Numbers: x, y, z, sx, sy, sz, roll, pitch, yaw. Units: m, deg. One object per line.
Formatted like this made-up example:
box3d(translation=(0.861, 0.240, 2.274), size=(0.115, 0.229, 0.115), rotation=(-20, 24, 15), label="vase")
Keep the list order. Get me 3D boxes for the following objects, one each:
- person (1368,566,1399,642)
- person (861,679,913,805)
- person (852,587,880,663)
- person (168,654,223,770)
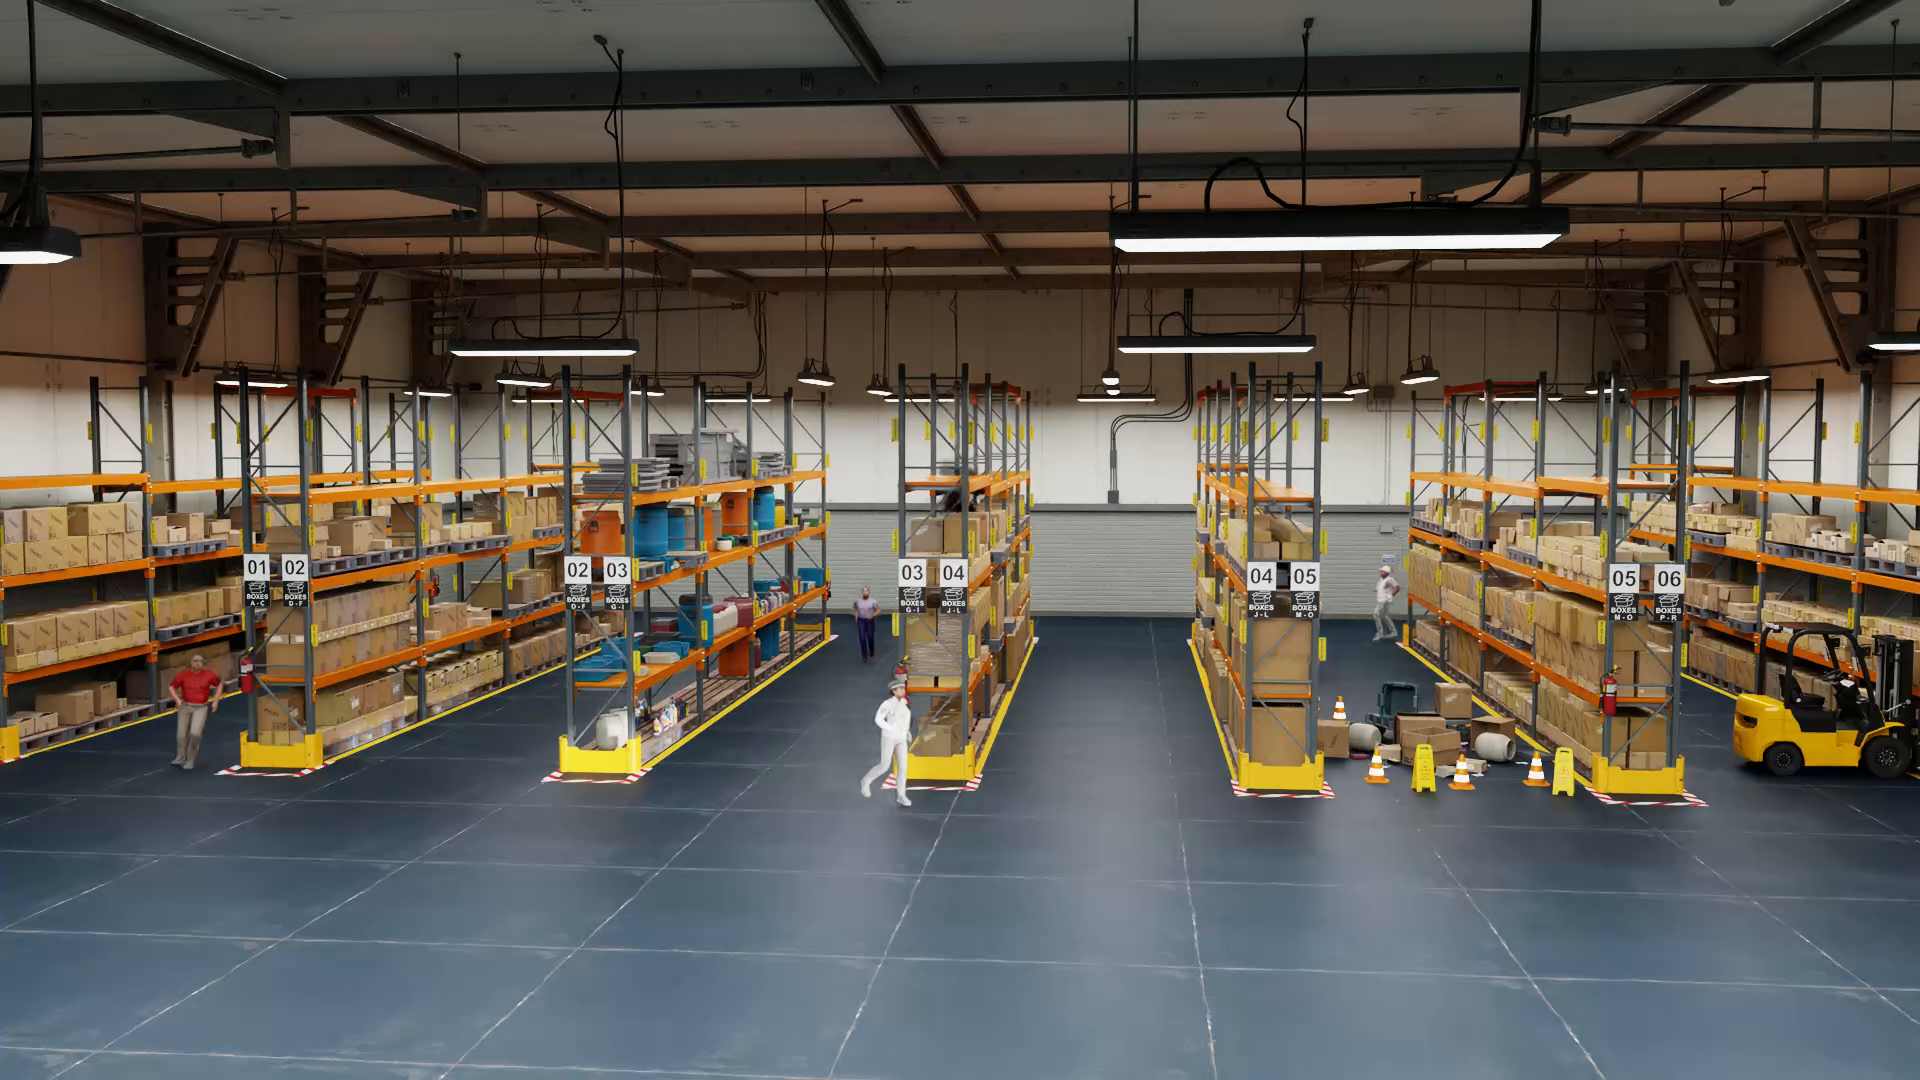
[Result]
box3d(translation=(10.219, 1.536, 40.104), size=(0.735, 1.835, 0.654), rotation=(0, 4, 2), label="person")
box3d(translation=(-0.869, 2.708, 22.600), size=(0.669, 1.656, 0.916), rotation=(-3, 5, -43), label="person")
box3d(translation=(-2.073, 1.850, 36.592), size=(0.613, 1.633, 0.726), rotation=(0, 4, 1), label="person")
box3d(translation=(-11.464, 2.575, 24.921), size=(0.724, 1.739, 0.676), rotation=(-1, 4, -16), label="person")
